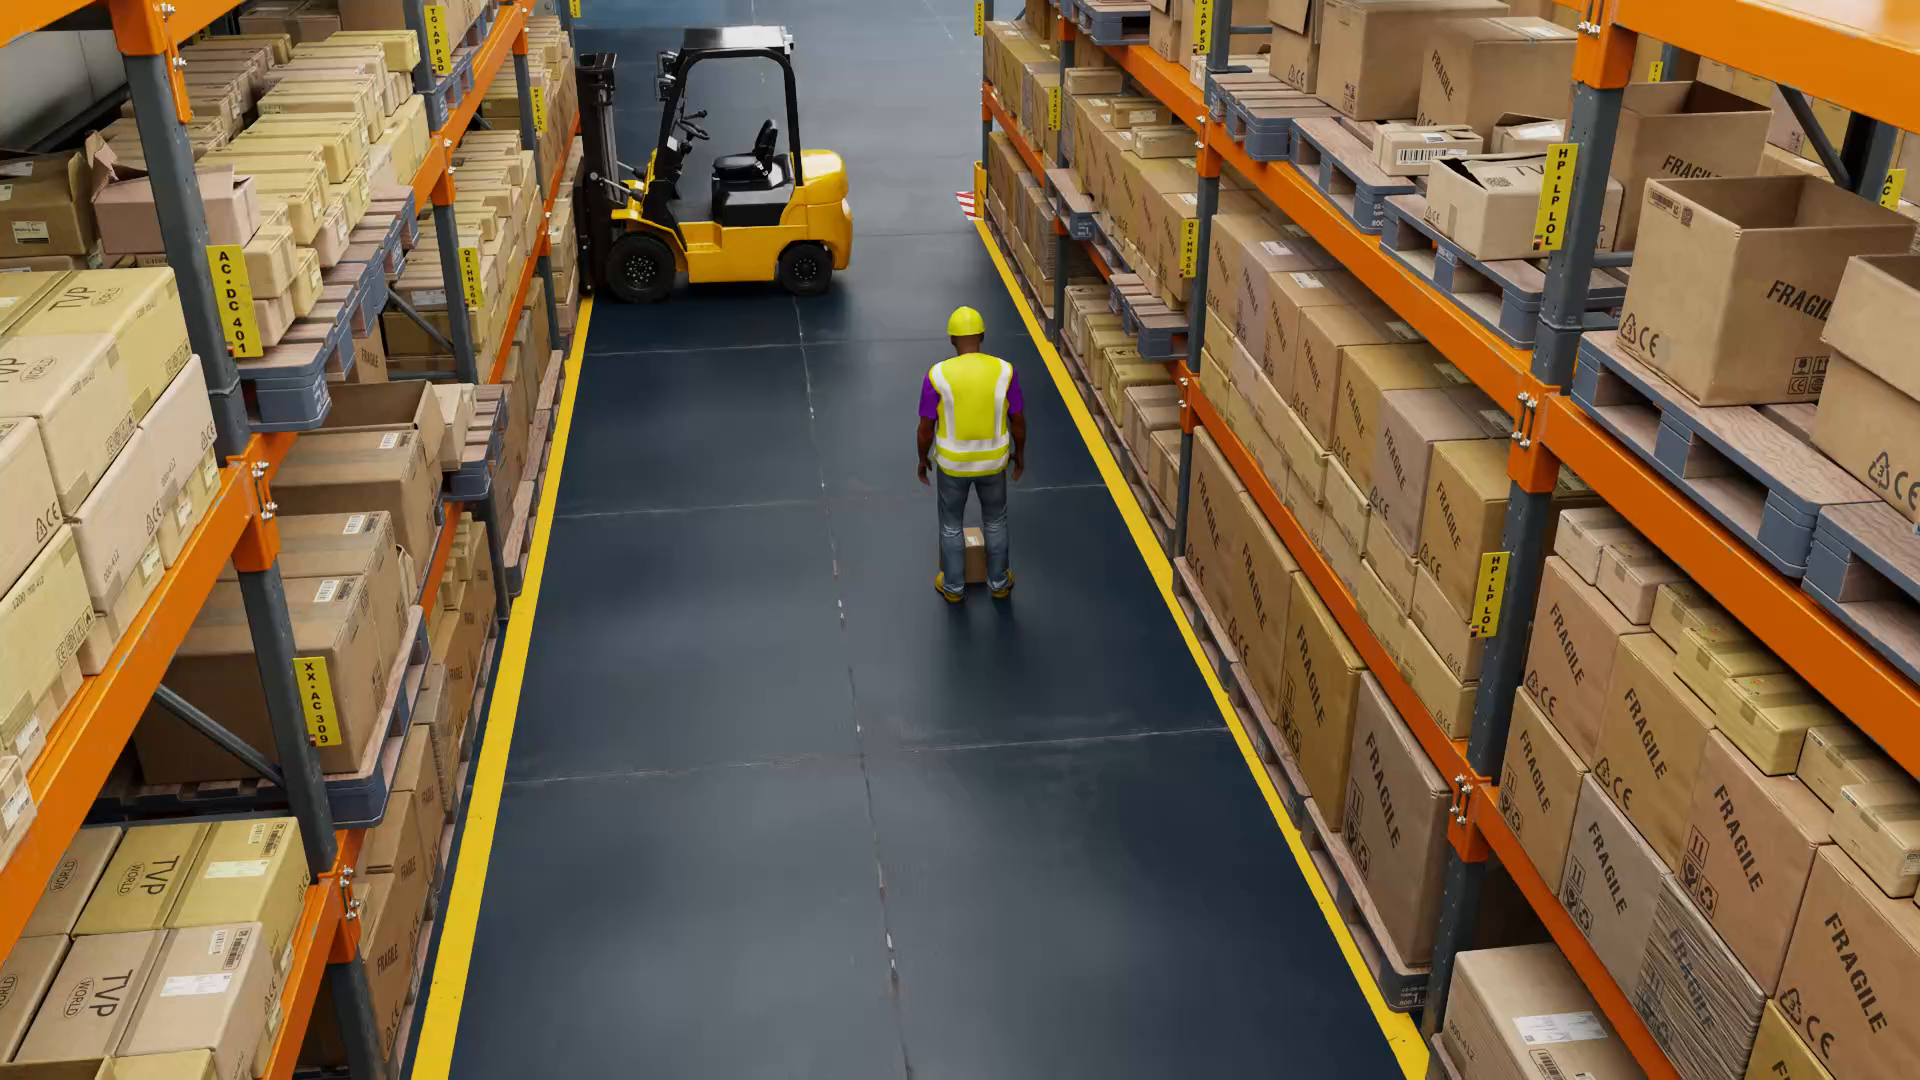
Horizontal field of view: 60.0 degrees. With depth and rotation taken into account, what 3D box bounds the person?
[{"bbox_3d":[0.064,-0.474,9.528,0.628,1.760,0.459,-3,27,-7],"label":"person"}]
